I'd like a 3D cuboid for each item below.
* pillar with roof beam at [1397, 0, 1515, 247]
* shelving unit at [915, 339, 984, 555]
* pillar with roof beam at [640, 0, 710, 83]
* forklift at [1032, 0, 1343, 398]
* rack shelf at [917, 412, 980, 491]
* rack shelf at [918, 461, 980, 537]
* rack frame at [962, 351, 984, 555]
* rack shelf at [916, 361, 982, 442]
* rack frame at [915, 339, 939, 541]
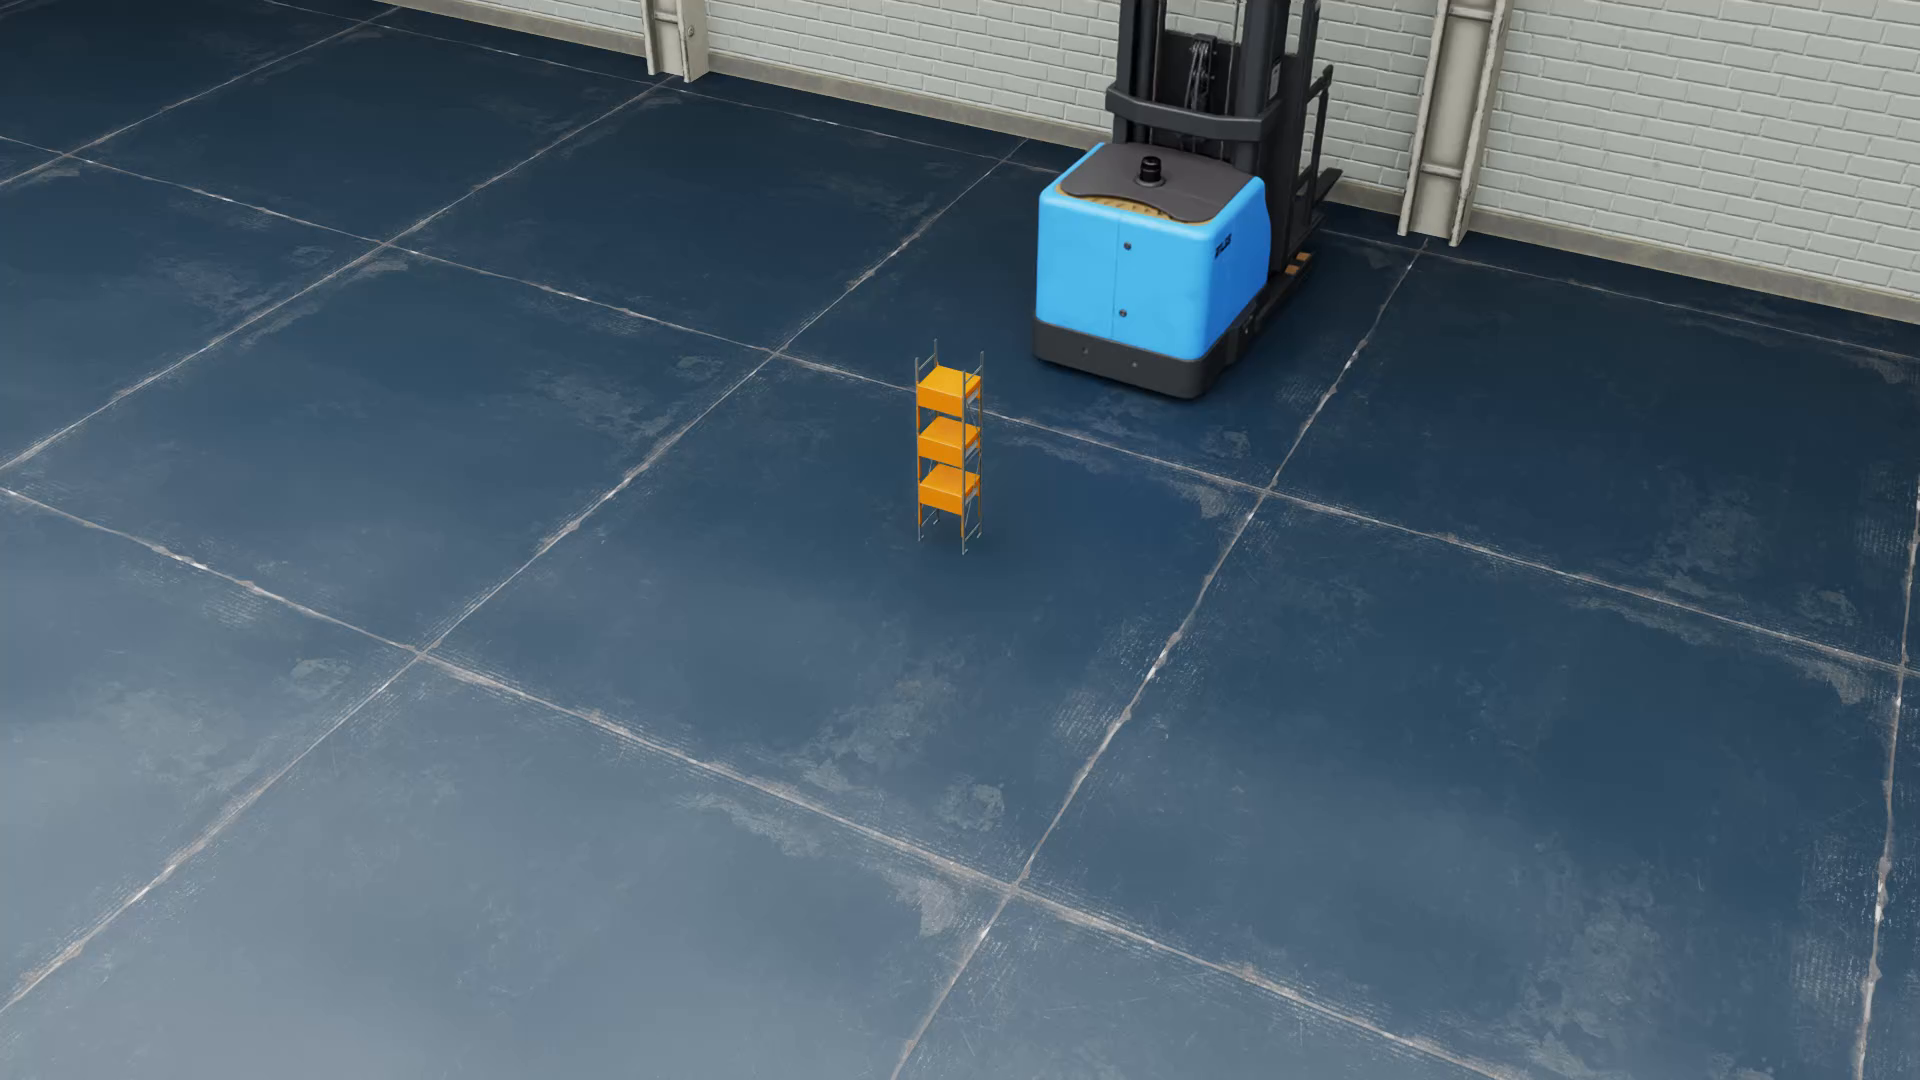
[{"bbox_3d":[1.134,-3.308,5.185,0.400,9.000,9.100,17,41,21],"label":"pillar with roof beam"},{"bbox_3d":[-0.048,-0.433,7.972,0.252,1.050,0.215,17,41,21],"label":"shelving unit"},{"bbox_3d":[-4.194,-4.977,7.383,0.400,9.000,9.100,17,41,21],"label":"pillar with roof beam"},{"bbox_3d":[1.571,-2.822,9.563,1.130,2.935,3.031,19,41,23],"label":"forklift"},{"bbox_3d":[-0.048,-0.425,7.978,0.240,0.259,0.215,17,41,21],"label":"rack shelf"},{"bbox_3d":[-0.048,-0.203,8.146,0.240,0.259,0.215,17,41,21],"label":"rack shelf"},{"bbox_3d":[0.061,-0.399,7.927,0.008,1.050,0.200,17,41,21],"label":"rack frame"},{"bbox_3d":[-0.048,-0.651,7.807,0.240,0.259,0.215,17,41,21],"label":"rack shelf"},{"bbox_3d":[-0.156,-0.467,8.017,0.008,1.050,0.200,17,41,21],"label":"rack frame"}]
